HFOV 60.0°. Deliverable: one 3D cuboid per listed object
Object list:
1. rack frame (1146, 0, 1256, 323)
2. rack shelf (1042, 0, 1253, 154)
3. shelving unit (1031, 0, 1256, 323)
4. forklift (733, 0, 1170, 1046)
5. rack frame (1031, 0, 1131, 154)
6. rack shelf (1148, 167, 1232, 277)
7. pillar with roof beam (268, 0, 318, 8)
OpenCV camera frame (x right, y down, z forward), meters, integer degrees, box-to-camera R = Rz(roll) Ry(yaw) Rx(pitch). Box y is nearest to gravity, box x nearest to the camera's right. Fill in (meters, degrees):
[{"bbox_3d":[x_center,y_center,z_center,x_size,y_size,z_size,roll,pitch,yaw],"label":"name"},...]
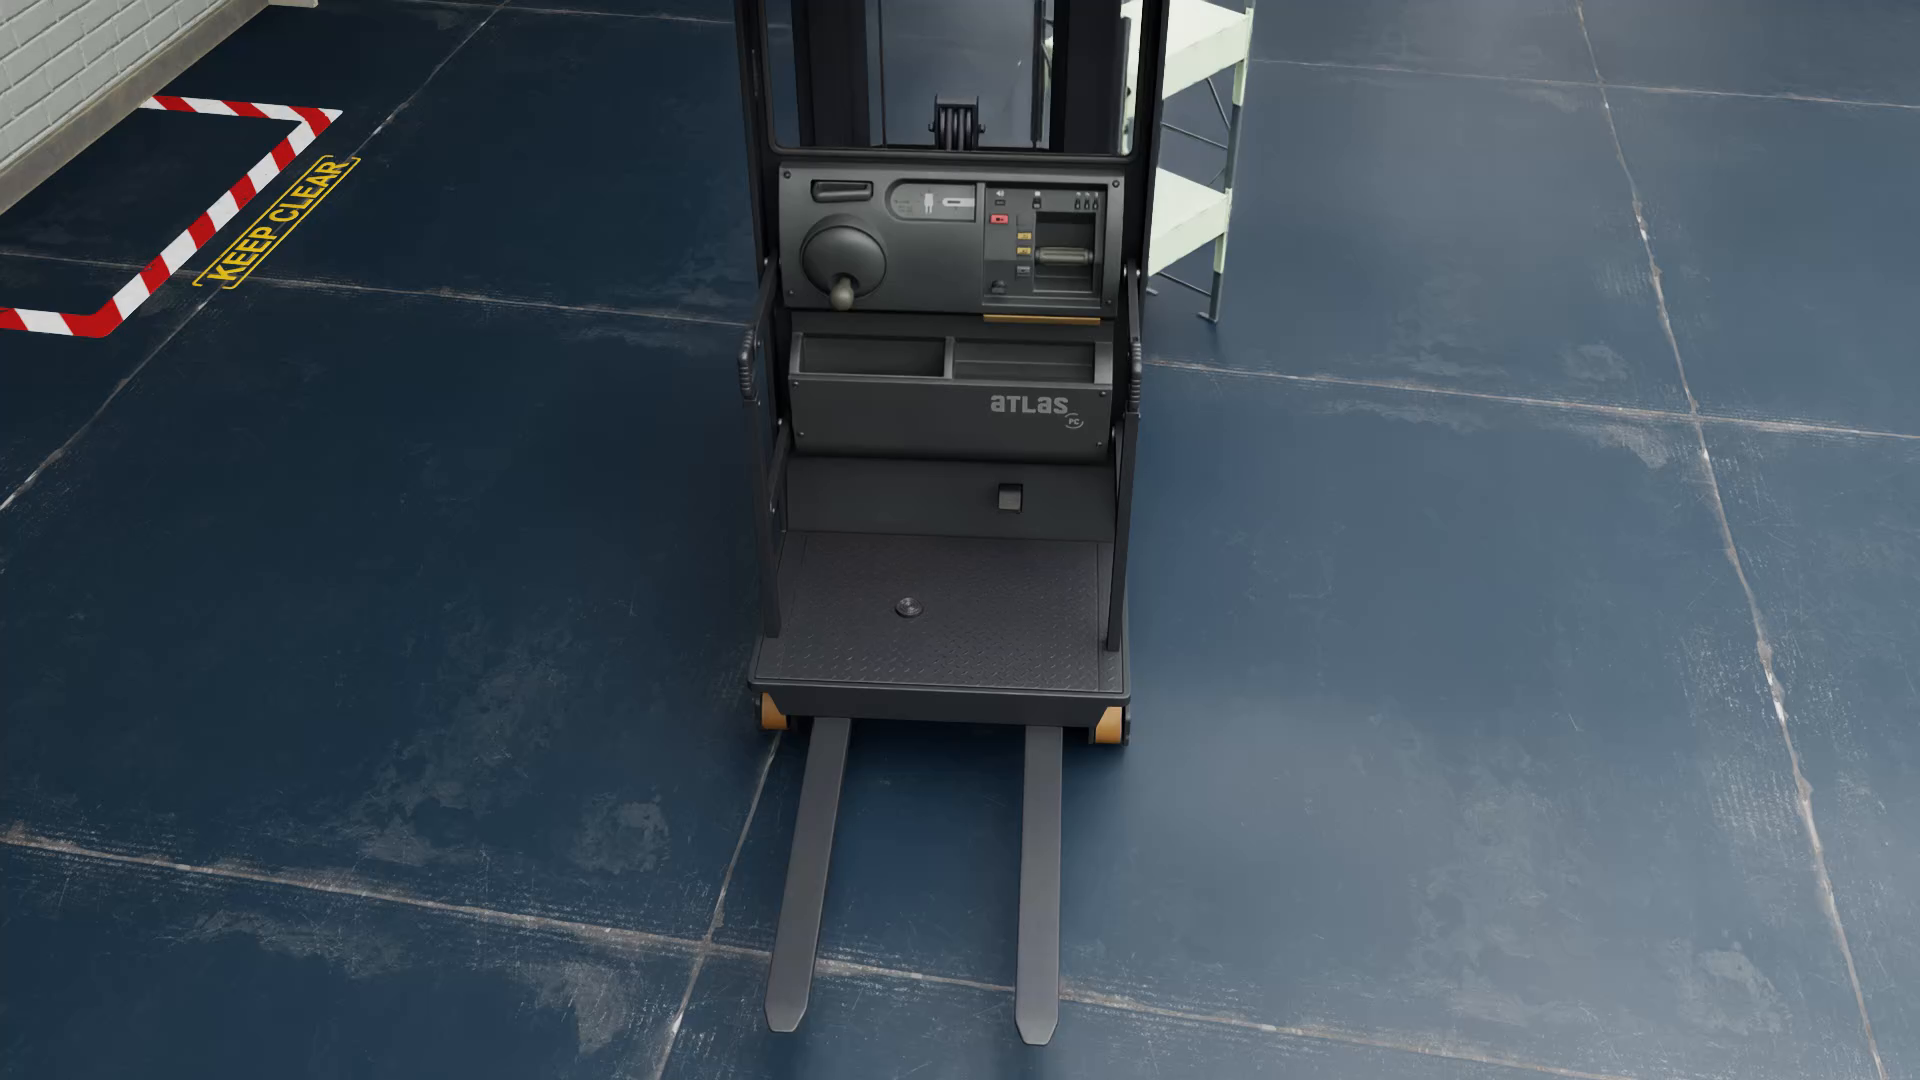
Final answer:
[{"bbox_3d":[0.911,-1.562,6.462,0.400,1.500,0.023,31,49,32],"label":"rack frame"},{"bbox_3d":[0.660,-1.695,6.009,0.431,0.370,0.720,31,49,32],"label":"rack shelf"},{"bbox_3d":[0.660,-1.393,6.257,0.431,1.500,0.755,31,49,32],"label":"shelving unit"},{"bbox_3d":[-0.036,-0.734,4.337,1.130,2.935,3.031,2,40,3],"label":"forklift"},{"bbox_3d":[0.408,-1.225,6.051,0.400,1.500,0.023,31,49,32],"label":"rack frame"},{"bbox_3d":[0.659,-1.142,6.464,0.431,0.370,0.720,31,49,32],"label":"rack shelf"},{"bbox_3d":[0.477,-6.140,6.114,9.100,9.000,0.400,6,40,8],"label":"pillar with roof beam"}]
